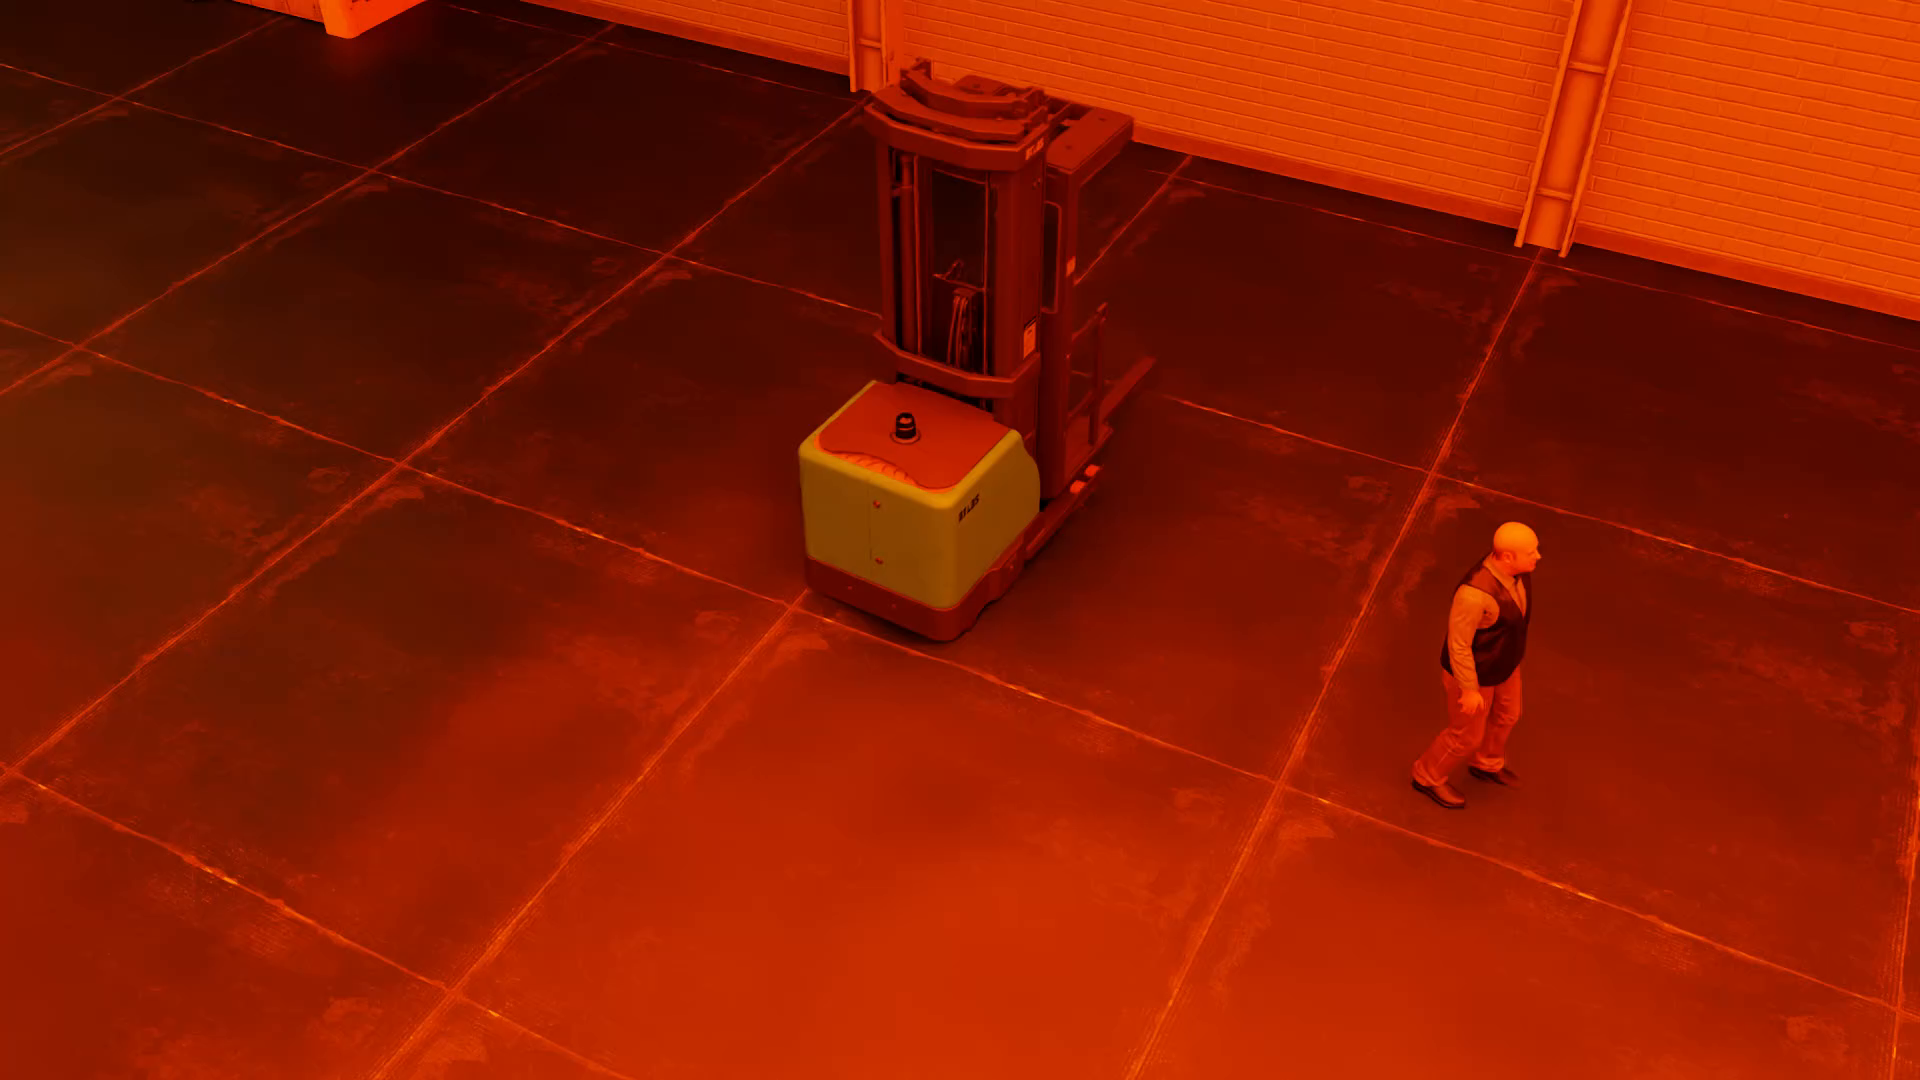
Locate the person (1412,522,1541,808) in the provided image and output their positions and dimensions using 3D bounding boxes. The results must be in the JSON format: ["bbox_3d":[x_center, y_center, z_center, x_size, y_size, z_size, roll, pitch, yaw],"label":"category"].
[{"bbox_3d":[2.626,0.652,8.188,0.513,1.751,0.614,28,48,29],"label":"person"}]

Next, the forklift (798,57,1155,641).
[{"bbox_3d":[0.273,-1.472,9.734,1.130,2.935,3.031,21,45,23],"label":"forklift"}]
